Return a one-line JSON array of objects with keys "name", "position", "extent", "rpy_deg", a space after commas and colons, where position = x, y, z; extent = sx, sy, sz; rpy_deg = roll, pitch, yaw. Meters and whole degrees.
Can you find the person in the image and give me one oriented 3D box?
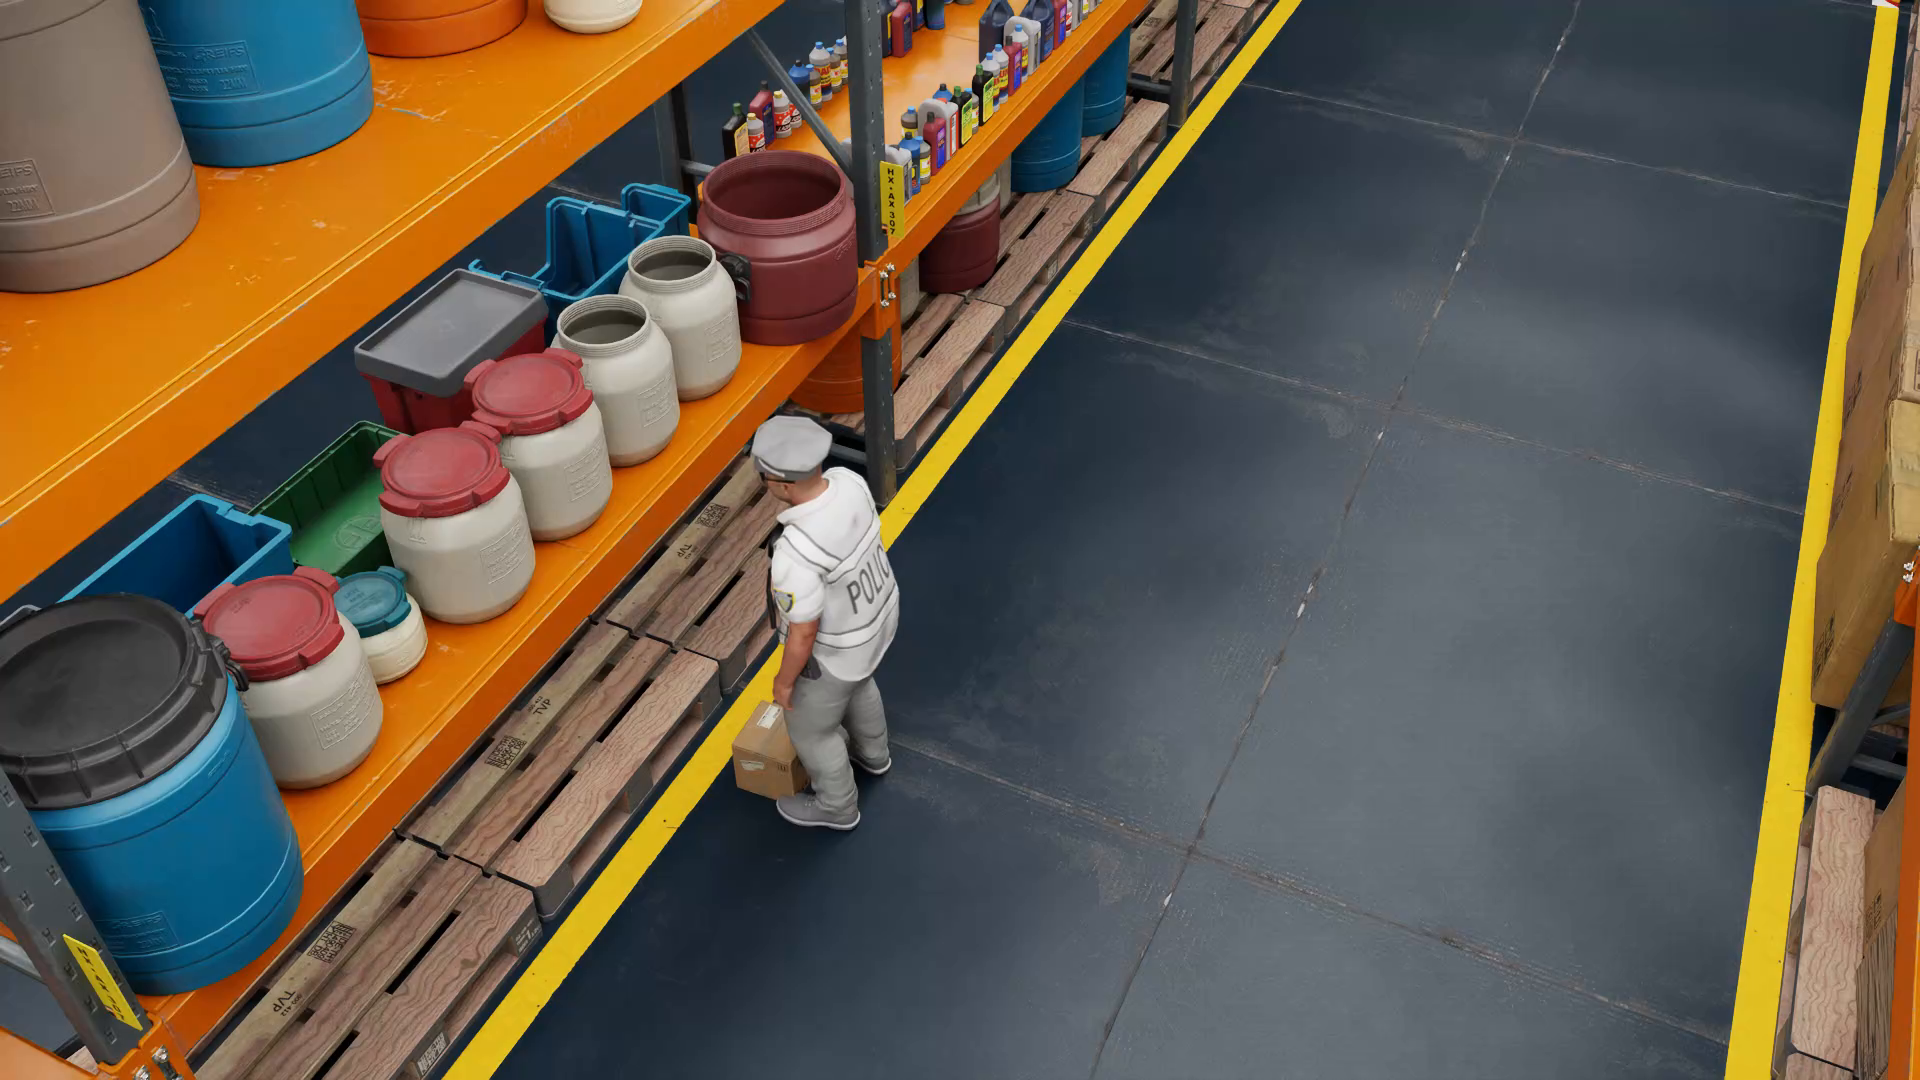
[{"name": "person", "position": [-0.446, 0.327, 5.787], "extent": [0.430, 1.749, 0.599], "rpy_deg": [16, 44, 17]}]
